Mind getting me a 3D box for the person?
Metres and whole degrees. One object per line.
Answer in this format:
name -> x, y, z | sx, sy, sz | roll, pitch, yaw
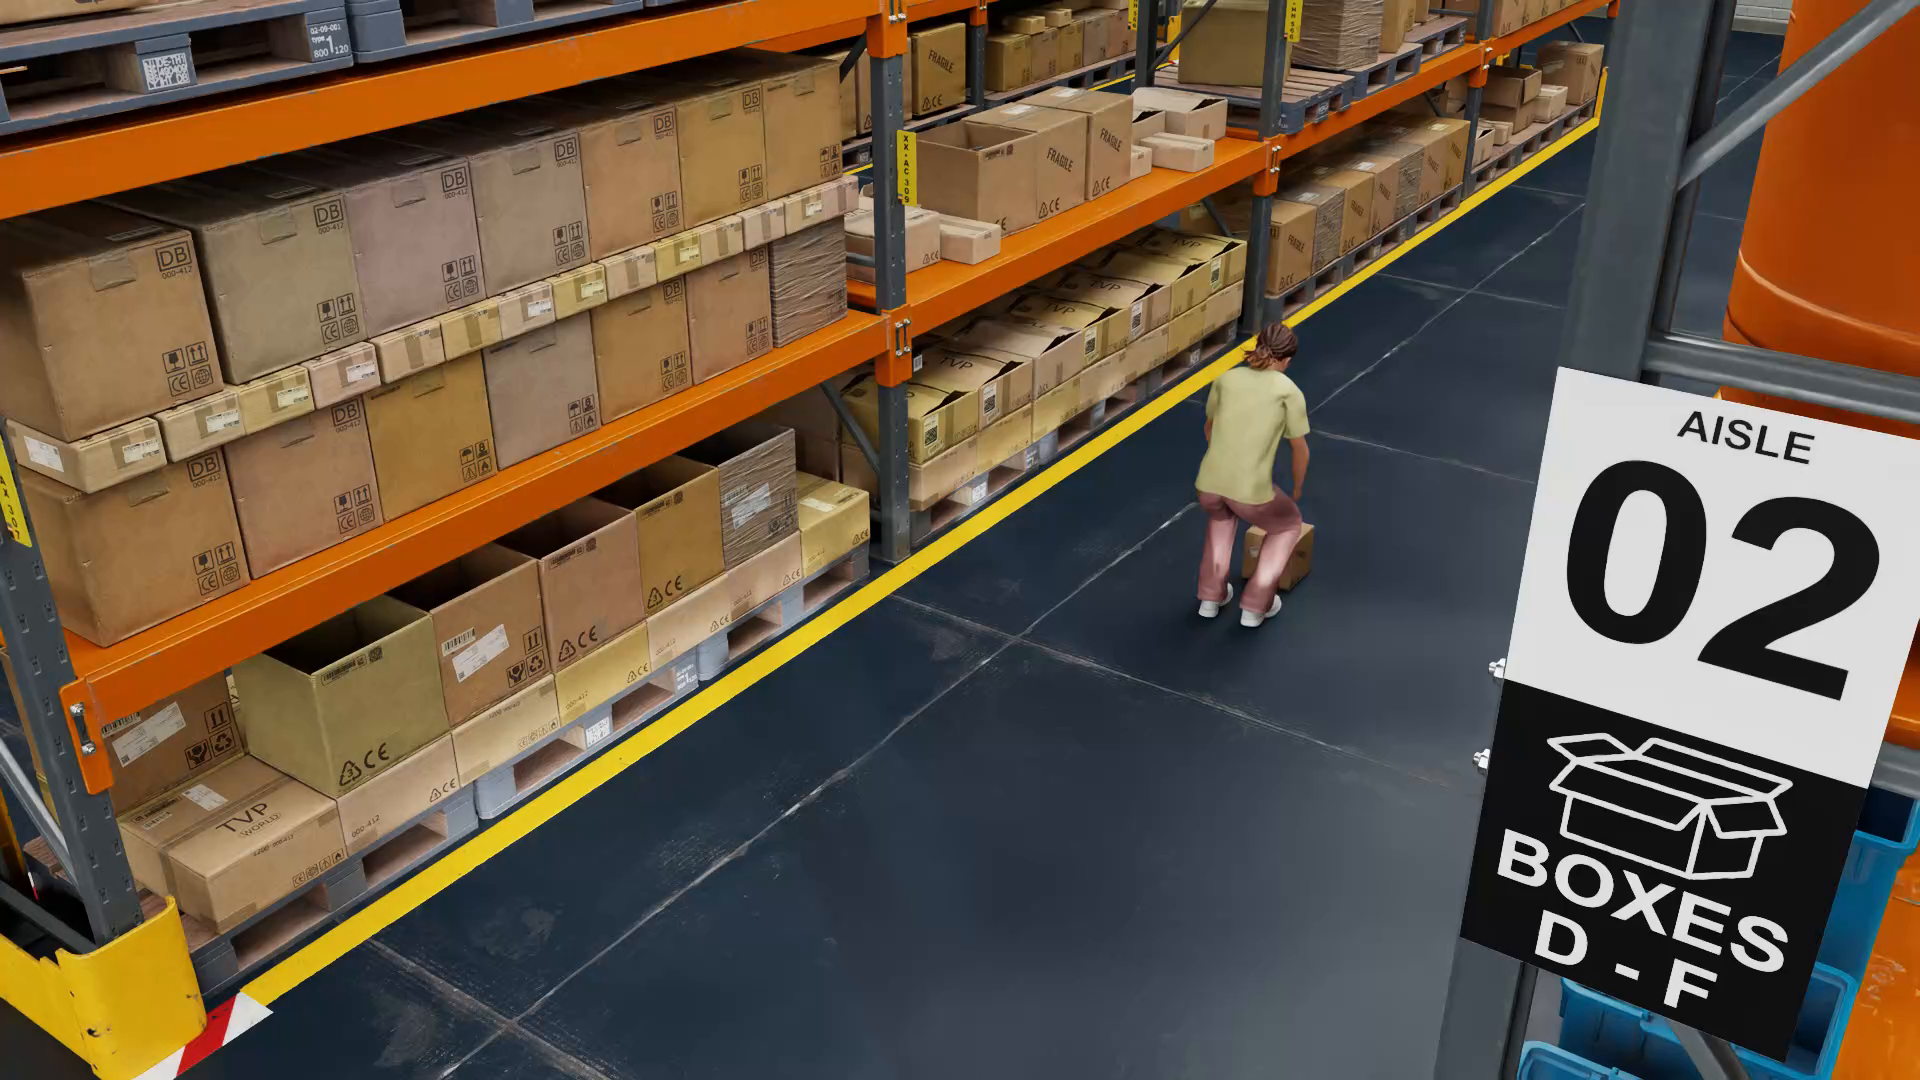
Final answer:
person -> 1.298, -0.283, 7.556 | 0.511, 1.333, 0.667 | 17, 32, 30
